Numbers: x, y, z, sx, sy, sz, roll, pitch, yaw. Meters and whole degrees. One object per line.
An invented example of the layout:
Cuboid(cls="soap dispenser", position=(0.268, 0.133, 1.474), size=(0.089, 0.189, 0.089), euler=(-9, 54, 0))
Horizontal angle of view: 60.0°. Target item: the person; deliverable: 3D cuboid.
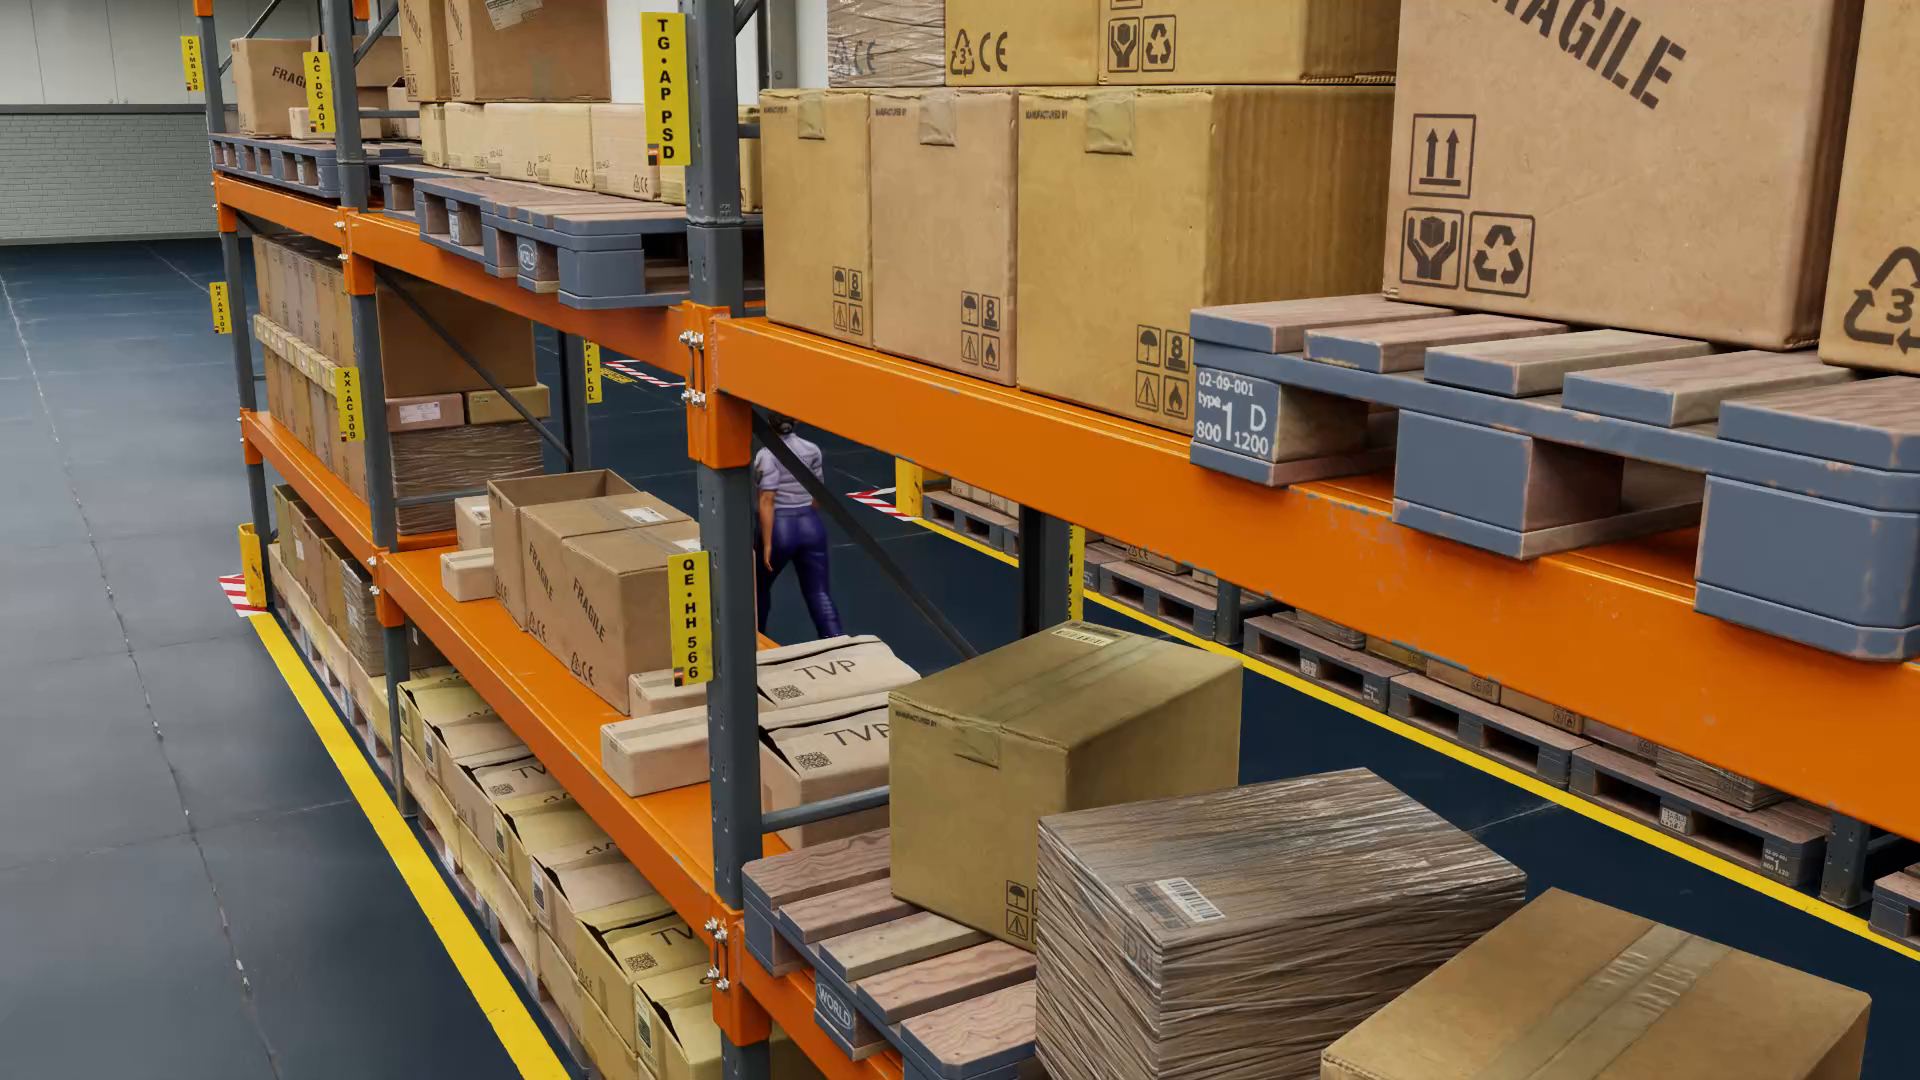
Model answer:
Cuboid(cls="person", position=(-1.003, -0.039, 9.708), size=(0.513, 1.573, 1.073), euler=(-9, 17, -30))
